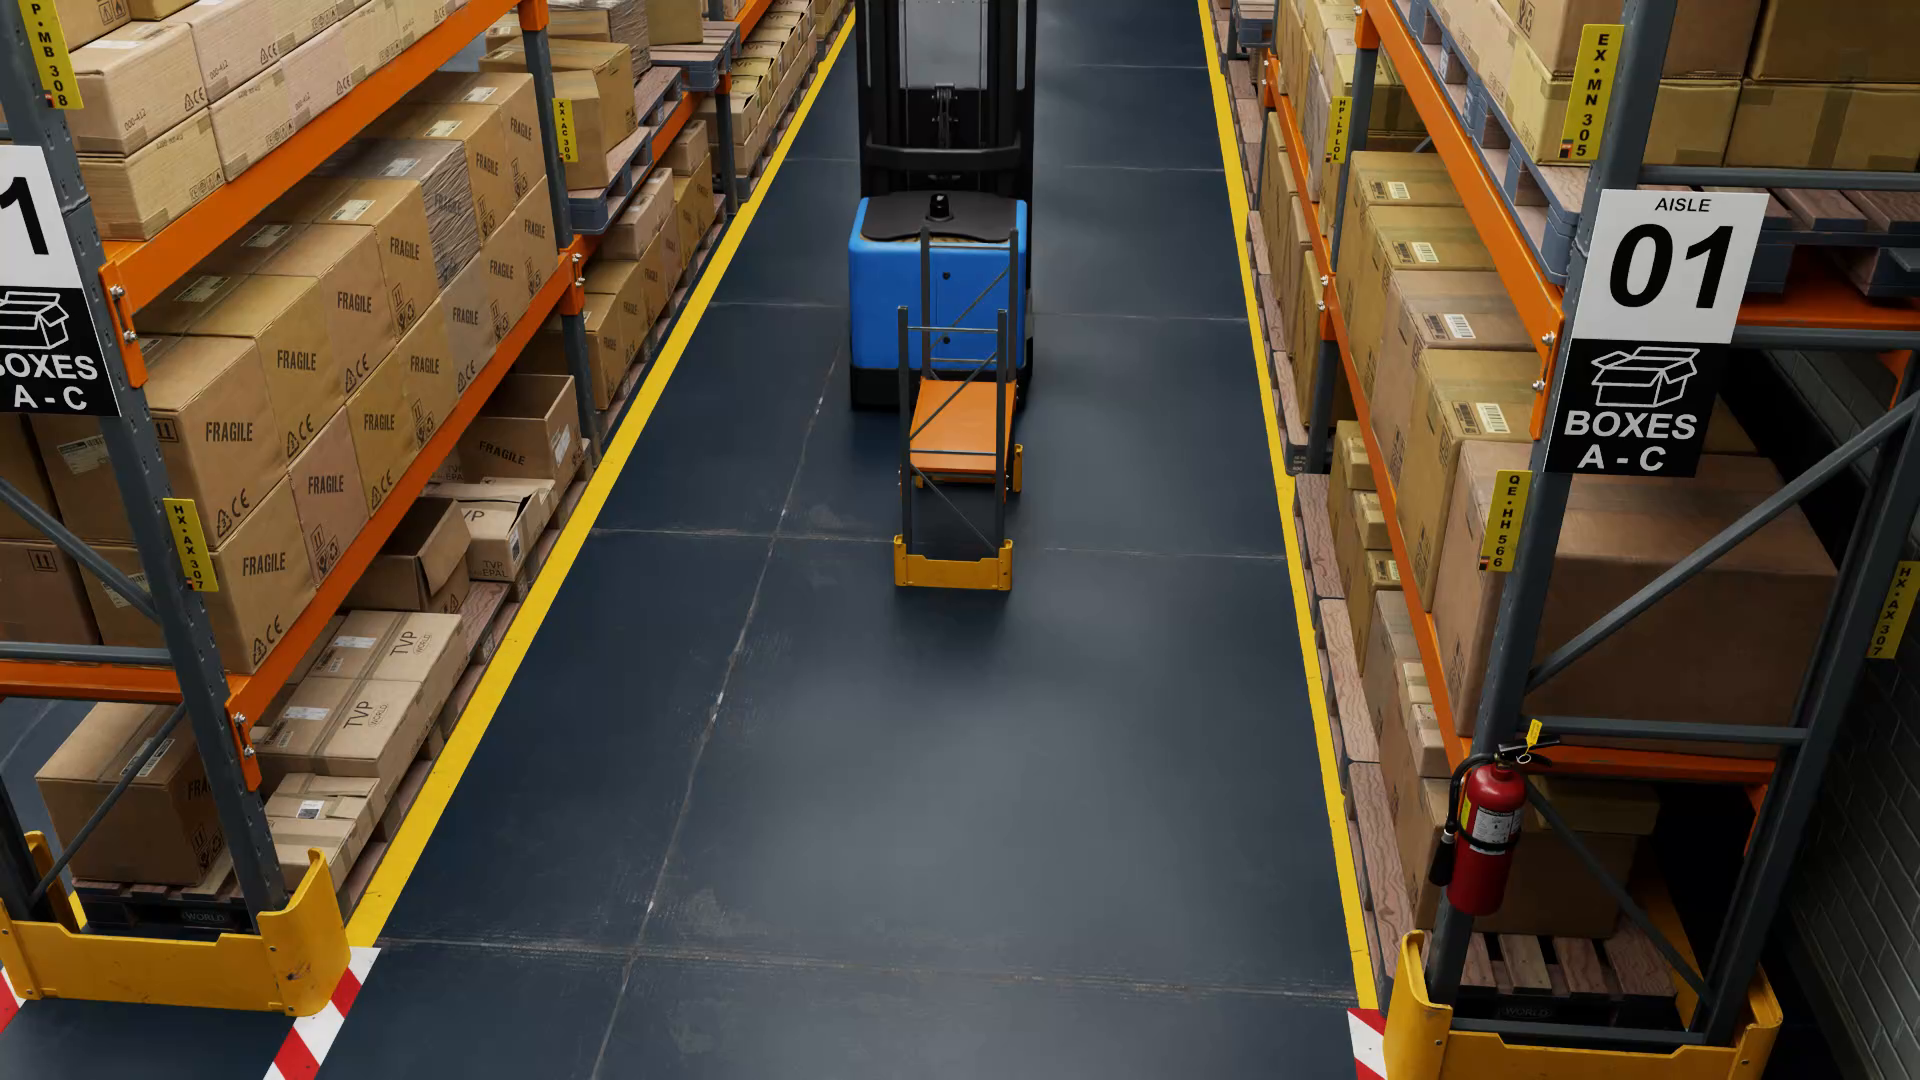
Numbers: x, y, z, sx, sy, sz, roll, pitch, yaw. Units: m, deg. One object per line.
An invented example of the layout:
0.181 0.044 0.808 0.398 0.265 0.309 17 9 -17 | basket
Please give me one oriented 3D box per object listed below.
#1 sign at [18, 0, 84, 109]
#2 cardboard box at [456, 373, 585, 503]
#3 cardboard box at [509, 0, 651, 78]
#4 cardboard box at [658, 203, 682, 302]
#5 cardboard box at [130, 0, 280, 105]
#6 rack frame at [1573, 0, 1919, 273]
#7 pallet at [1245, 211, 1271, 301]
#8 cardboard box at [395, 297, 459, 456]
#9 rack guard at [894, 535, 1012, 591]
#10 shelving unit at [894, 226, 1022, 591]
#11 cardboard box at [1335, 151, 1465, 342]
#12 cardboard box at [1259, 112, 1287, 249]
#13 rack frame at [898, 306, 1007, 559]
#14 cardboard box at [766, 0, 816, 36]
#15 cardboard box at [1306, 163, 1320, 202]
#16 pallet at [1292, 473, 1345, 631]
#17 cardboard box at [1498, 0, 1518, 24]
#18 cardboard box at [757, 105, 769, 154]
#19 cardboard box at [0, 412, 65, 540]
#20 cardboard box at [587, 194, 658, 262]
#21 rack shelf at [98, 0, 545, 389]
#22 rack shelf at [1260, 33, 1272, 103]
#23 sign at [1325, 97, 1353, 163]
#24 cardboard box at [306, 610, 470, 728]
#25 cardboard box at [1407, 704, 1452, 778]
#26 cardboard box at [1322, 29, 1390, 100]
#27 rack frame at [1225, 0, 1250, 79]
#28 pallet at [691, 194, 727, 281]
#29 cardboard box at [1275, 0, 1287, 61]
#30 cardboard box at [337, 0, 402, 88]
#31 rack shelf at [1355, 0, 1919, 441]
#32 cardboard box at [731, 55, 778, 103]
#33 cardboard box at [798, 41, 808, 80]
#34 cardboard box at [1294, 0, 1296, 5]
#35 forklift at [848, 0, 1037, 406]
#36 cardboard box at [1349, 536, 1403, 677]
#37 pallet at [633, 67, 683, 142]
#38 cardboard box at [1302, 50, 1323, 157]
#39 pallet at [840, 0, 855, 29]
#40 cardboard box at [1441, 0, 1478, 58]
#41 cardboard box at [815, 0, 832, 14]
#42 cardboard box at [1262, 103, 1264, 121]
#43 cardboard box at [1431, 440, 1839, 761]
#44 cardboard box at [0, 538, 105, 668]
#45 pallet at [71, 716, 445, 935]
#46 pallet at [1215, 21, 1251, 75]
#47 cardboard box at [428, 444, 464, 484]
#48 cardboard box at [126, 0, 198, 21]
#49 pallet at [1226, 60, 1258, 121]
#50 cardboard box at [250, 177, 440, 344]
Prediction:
-2.332 -1.263 4.248 0.100 0.325 0.005 2 32 4 | sign
-2.310 -0.541 8.733 0.500 0.500 0.500 2 32 4 | cardboard box
-2.425 -3.237 10.648 0.700 0.500 0.500 8 33 13 | cardboard box
-2.142 -1.899 10.935 0.500 0.500 0.500 1 32 2 | cardboard box
-2.523 -1.581 5.264 0.500 0.250 0.500 2 32 4 | cardboard box
2.065 -1.981 3.387 1.000 3.000 0.127 2 32 4 | rack frame
2.577 -2.014 11.817 1.003 0.211 1.213 2 32 4 | pallet
-2.451 -0.694 6.921 0.500 0.500 0.500 3 32 5 | cardboard box
-0.034 0.114 8.327 0.587 0.250 0.087 2 32 4 | rack guard
0.006 -0.678 8.421 0.587 1.500 1.083 2 32 4 | shelving unit
2.330 -1.363 7.817 0.980 0.700 0.700 3 32 5 | cardboard box
2.526 -2.495 11.588 0.750 0.750 0.750 2 32 3 | cardboard box
-0.034 -0.417 7.998 0.500 1.500 0.032 2 32 4 | rack frame
-1.643 -4.934 15.584 0.500 0.311 0.500 2 32 4 | cardboard box
2.162 -2.016 9.383 0.380 0.149 0.250 2 32 4 | cardboard box
2.251 0.063 8.447 1.003 0.211 1.213 2 32 4 | pallet
1.904 -1.836 4.944 0.500 0.500 0.500 3 32 5 | cardboard box
-1.846 -3.352 13.551 0.500 0.250 0.500 2 32 3 | cardboard box
-3.110 -0.349 5.410 0.500 0.500 0.500 2 32 4 | cardboard box
-2.183 -1.936 10.281 0.500 0.250 0.500 3 32 4 | cardboard box
-2.710 -1.653 6.400 1.077 0.370 4.000 2 32 4 | rack shelf
2.879 -4.350 13.635 1.077 0.370 4.000 2 32 4 | rack shelf
1.849 -1.996 8.102 0.100 0.325 0.005 2 32 4 | sign
-2.464 0.551 7.198 0.500 0.250 0.500 2 32 4 | cardboard box
1.851 0.737 6.059 0.380 0.149 0.250 2 32 3 | cardboard box
2.225 -2.538 8.896 0.500 0.250 0.500 3 32 5 | cardboard box
3.042 -5.702 15.143 1.000 3.000 0.127 2 32 4 | rack frame
-2.320 -2.244 12.190 1.003 0.211 1.213 2 32 4 | pallet
2.422 -3.545 11.245 0.500 0.500 0.500 3 32 5 | cardboard box
-2.450 -1.892 6.245 0.500 0.250 0.500 2 32 4 | cardboard box
2.228 -1.444 6.060 1.077 0.370 4.000 2 32 4 | rack shelf
-1.808 -3.870 13.856 0.500 0.311 0.500 2 32 3 | cardboard box
-1.683 -4.426 15.294 0.500 0.250 0.500 2 32 3 | cardboard box
2.379 -3.600 10.620 0.500 0.250 0.500 2 32 3 | cardboard box
-0.073 -2.777 10.463 1.130 2.935 3.031 1 32 2 | forklift
2.139 0.284 7.412 0.700 0.500 0.500 3 32 5 | cardboard box
-2.375 -2.721 10.489 1.003 0.211 1.213 2 32 4 | pallet
2.258 -2.478 9.514 0.500 0.500 0.500 3 32 4 | cardboard box
-1.692 -5.778 17.925 1.003 0.211 1.213 2 32 4 | pallet
1.939 -1.800 5.601 0.500 0.250 0.500 2 32 2 | cardboard box
-1.546 -5.468 16.270 0.500 0.500 0.500 2 32 4 | cardboard box
2.893 -3.638 13.757 0.700 0.500 0.500 2 32 4 | cardboard box
2.097 0.178 5.316 0.980 0.700 0.700 4 32 6 | cardboard box
-3.107 0.075 5.674 0.500 0.500 0.500 3 32 5 | cardboard box
-2.802 1.094 6.774 1.003 0.211 1.213 2 32 4 | pallet
3.061 -4.867 16.447 1.003 0.211 1.213 2 32 4 | pallet
-2.797 -0.561 8.944 0.500 0.311 0.500 2 32 4 | cardboard box
-2.722 -1.909 5.081 0.700 0.500 0.500 2 32 4 | cardboard box
2.980 -4.108 15.214 1.003 0.211 1.213 2 32 4 | pallet
-2.452 -1.126 6.670 0.500 0.500 0.500 2 32 4 | cardboard box
